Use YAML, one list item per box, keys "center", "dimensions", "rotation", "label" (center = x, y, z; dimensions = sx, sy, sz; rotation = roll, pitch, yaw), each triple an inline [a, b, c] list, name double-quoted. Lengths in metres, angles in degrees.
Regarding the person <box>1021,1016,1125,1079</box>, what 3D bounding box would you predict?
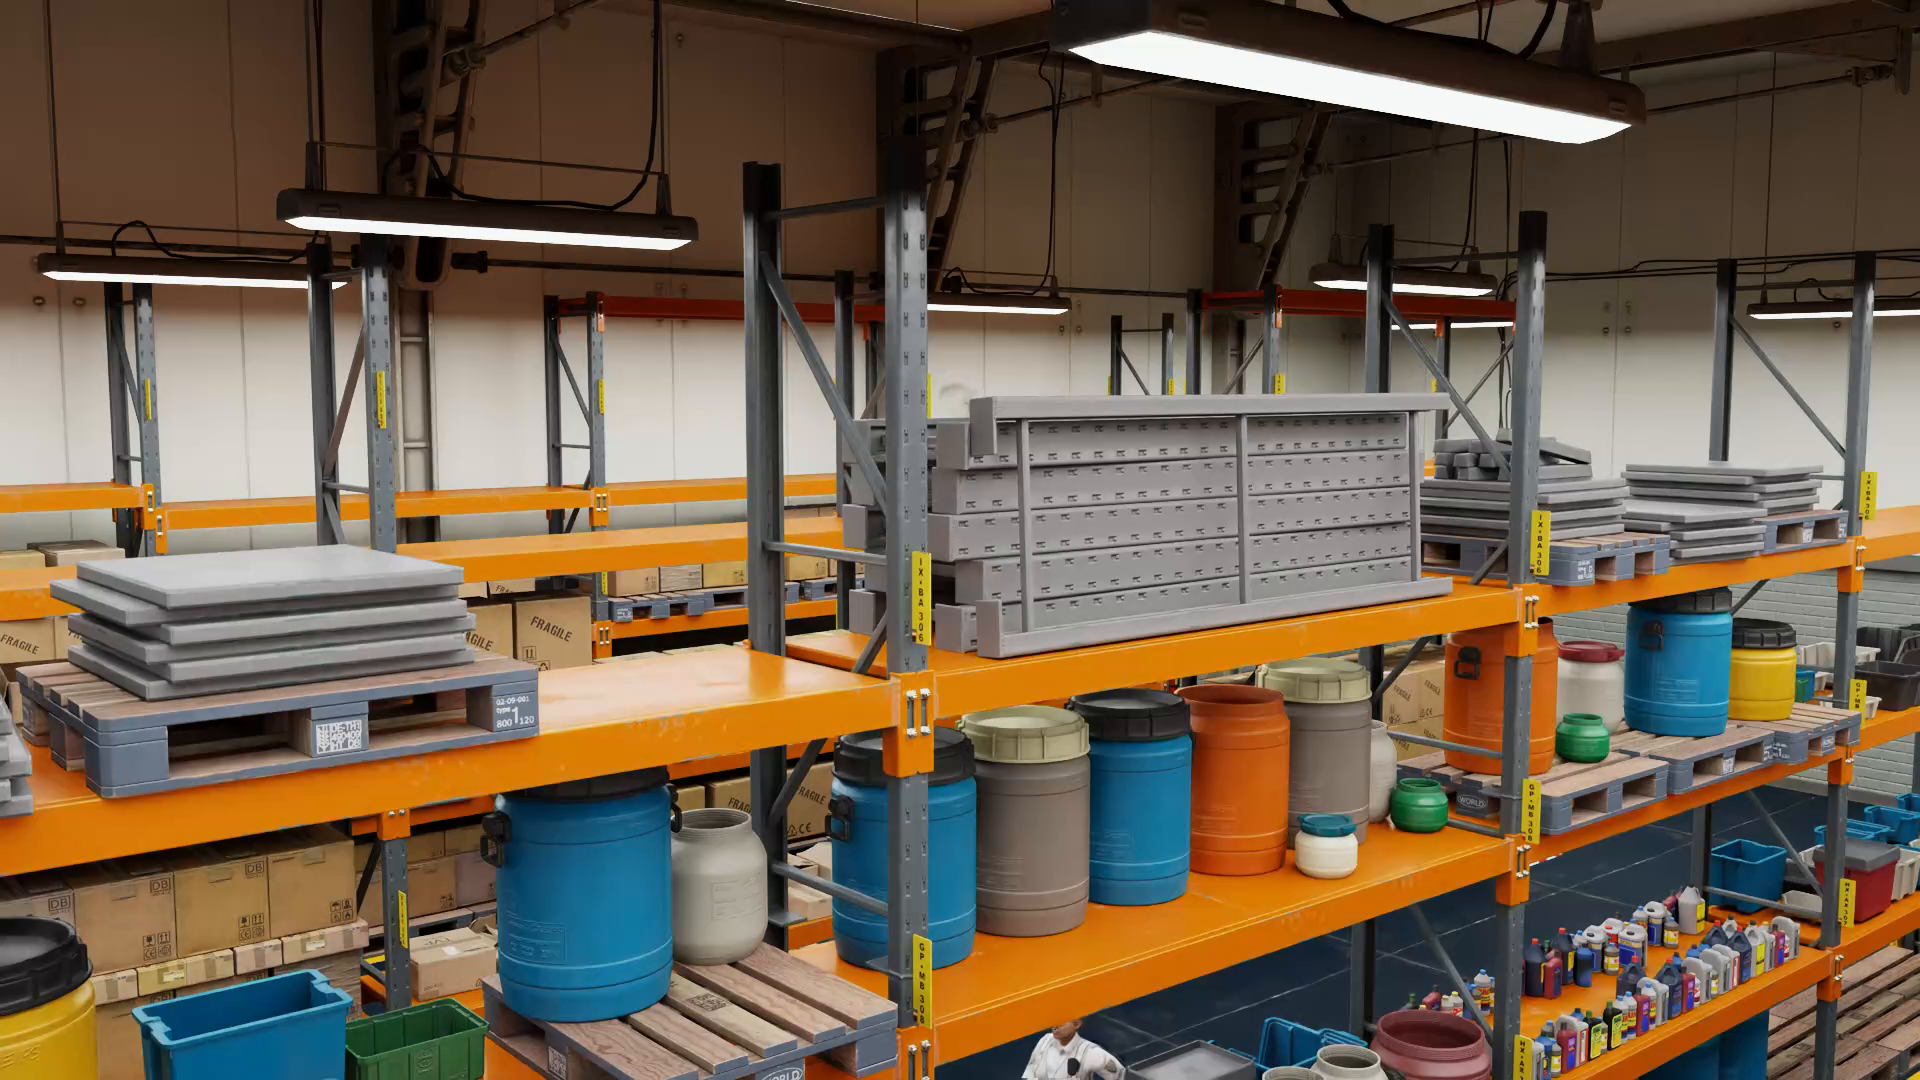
- center: [0.624, 3.405, 9.465]
  dimensions: [0.805, 1.741, 0.588]
  rotation: [-5, 7, -41]
  label: "person"
